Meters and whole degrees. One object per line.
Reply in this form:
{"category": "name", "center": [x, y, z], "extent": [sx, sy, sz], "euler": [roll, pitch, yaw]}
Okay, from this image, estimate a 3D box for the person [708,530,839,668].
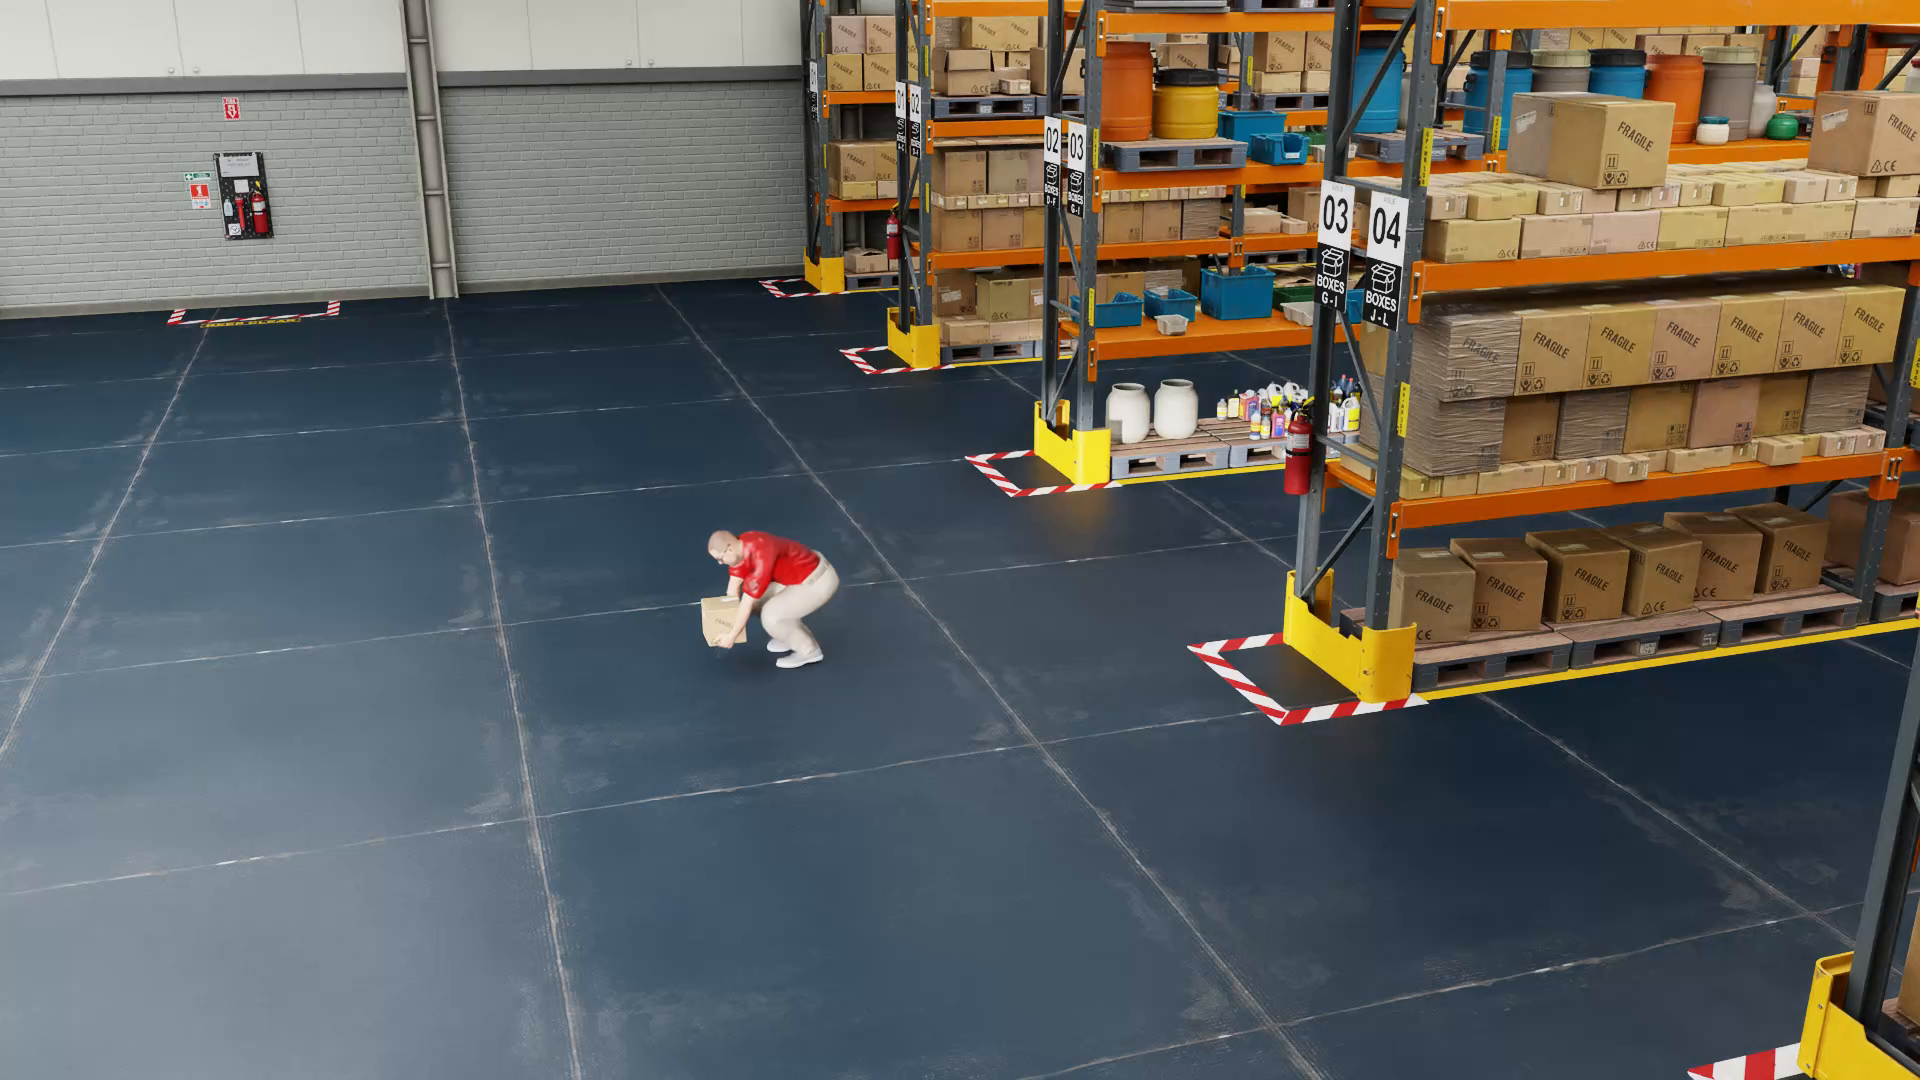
{"category": "person", "center": [-1.264, 0.352, 11.230], "extent": [0.894, 0.983, 0.532], "euler": [-7, 20, -19]}
